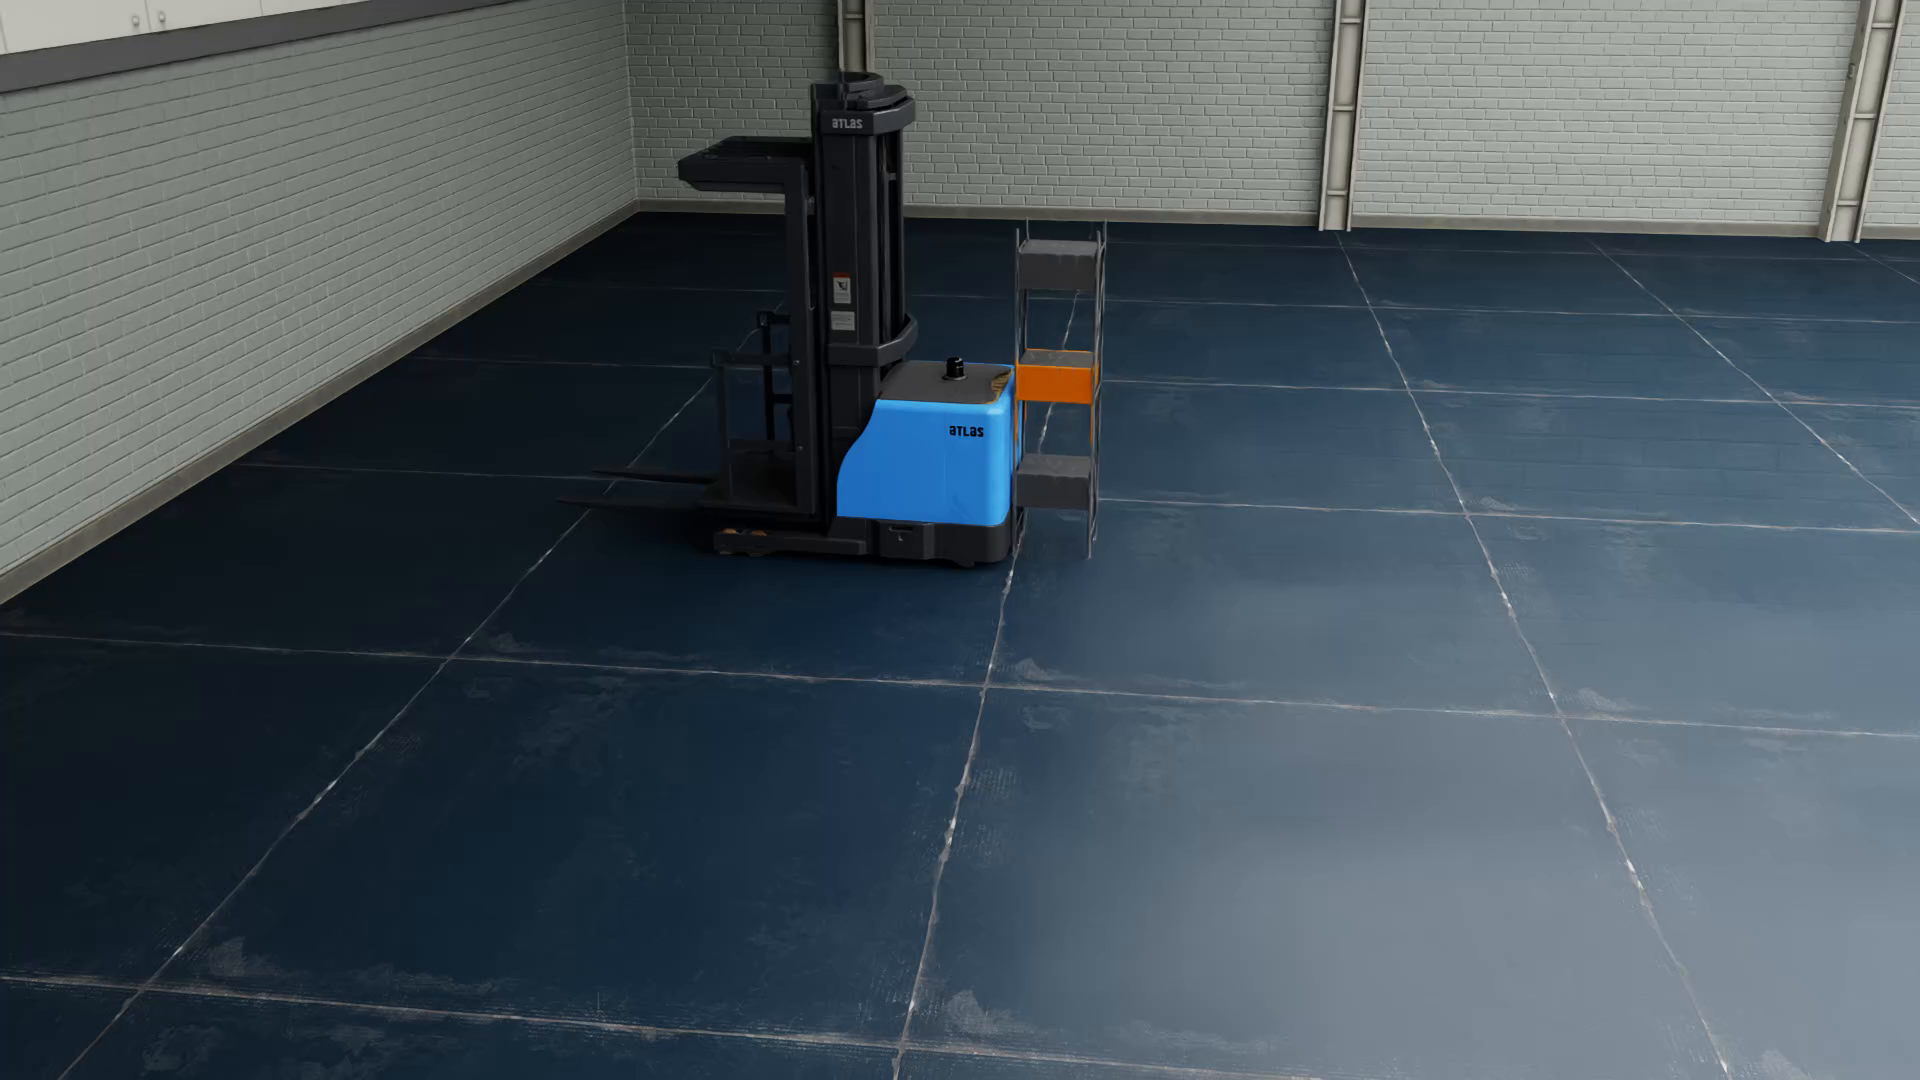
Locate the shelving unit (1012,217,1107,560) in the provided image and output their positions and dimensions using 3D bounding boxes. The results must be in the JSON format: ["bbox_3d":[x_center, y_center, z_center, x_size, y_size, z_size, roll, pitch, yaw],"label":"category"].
[{"bbox_3d":[0.617,-0.935,10.450,0.503,2.100,0.431,4,22,10],"label":"shelving unit"}]

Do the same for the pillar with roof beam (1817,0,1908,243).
[{"bbox_3d":[10.121,-6.248,14.505,0.400,9.000,9.100,2,22,6],"label":"pillar with roof beam"}]

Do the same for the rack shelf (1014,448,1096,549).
[{"bbox_3d":[0.617,-0.272,10.712,0.480,0.518,0.431,4,22,10],"label":"rack shelf"}]

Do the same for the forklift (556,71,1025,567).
[{"bbox_3d":[-1.128,-1.439,10.594,3.031,2.935,1.130,4,22,10],"label":"forklift"}]

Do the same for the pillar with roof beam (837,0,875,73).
[{"bbox_3d":[-1.796,-6.768,15.818,0.400,9.000,9.100,2,22,6],"label":"pillar with roof beam"}]

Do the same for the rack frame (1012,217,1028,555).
[{"bbox_3d":[0.377,-0.952,10.491,0.015,2.100,0.400,4,22,10],"label":"rack frame"}]

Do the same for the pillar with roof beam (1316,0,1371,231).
[{"bbox_3d":[4.163,-6.508,15.162,0.400,9.000,9.100,2,22,6],"label":"pillar with roof beam"}]

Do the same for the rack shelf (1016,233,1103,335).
[{"bbox_3d":[0.617,-1.574,10.198,0.480,0.518,0.431,4,22,10],"label":"rack shelf"}]

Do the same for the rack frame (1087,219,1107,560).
[{"bbox_3d":[0.857,-0.919,10.409,0.015,2.100,0.400,4,22,10],"label":"rack frame"}]

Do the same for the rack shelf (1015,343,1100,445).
[{"bbox_3d":[0.617,-0.923,10.455,0.480,0.518,0.431,4,22,10],"label":"rack shelf"}]
